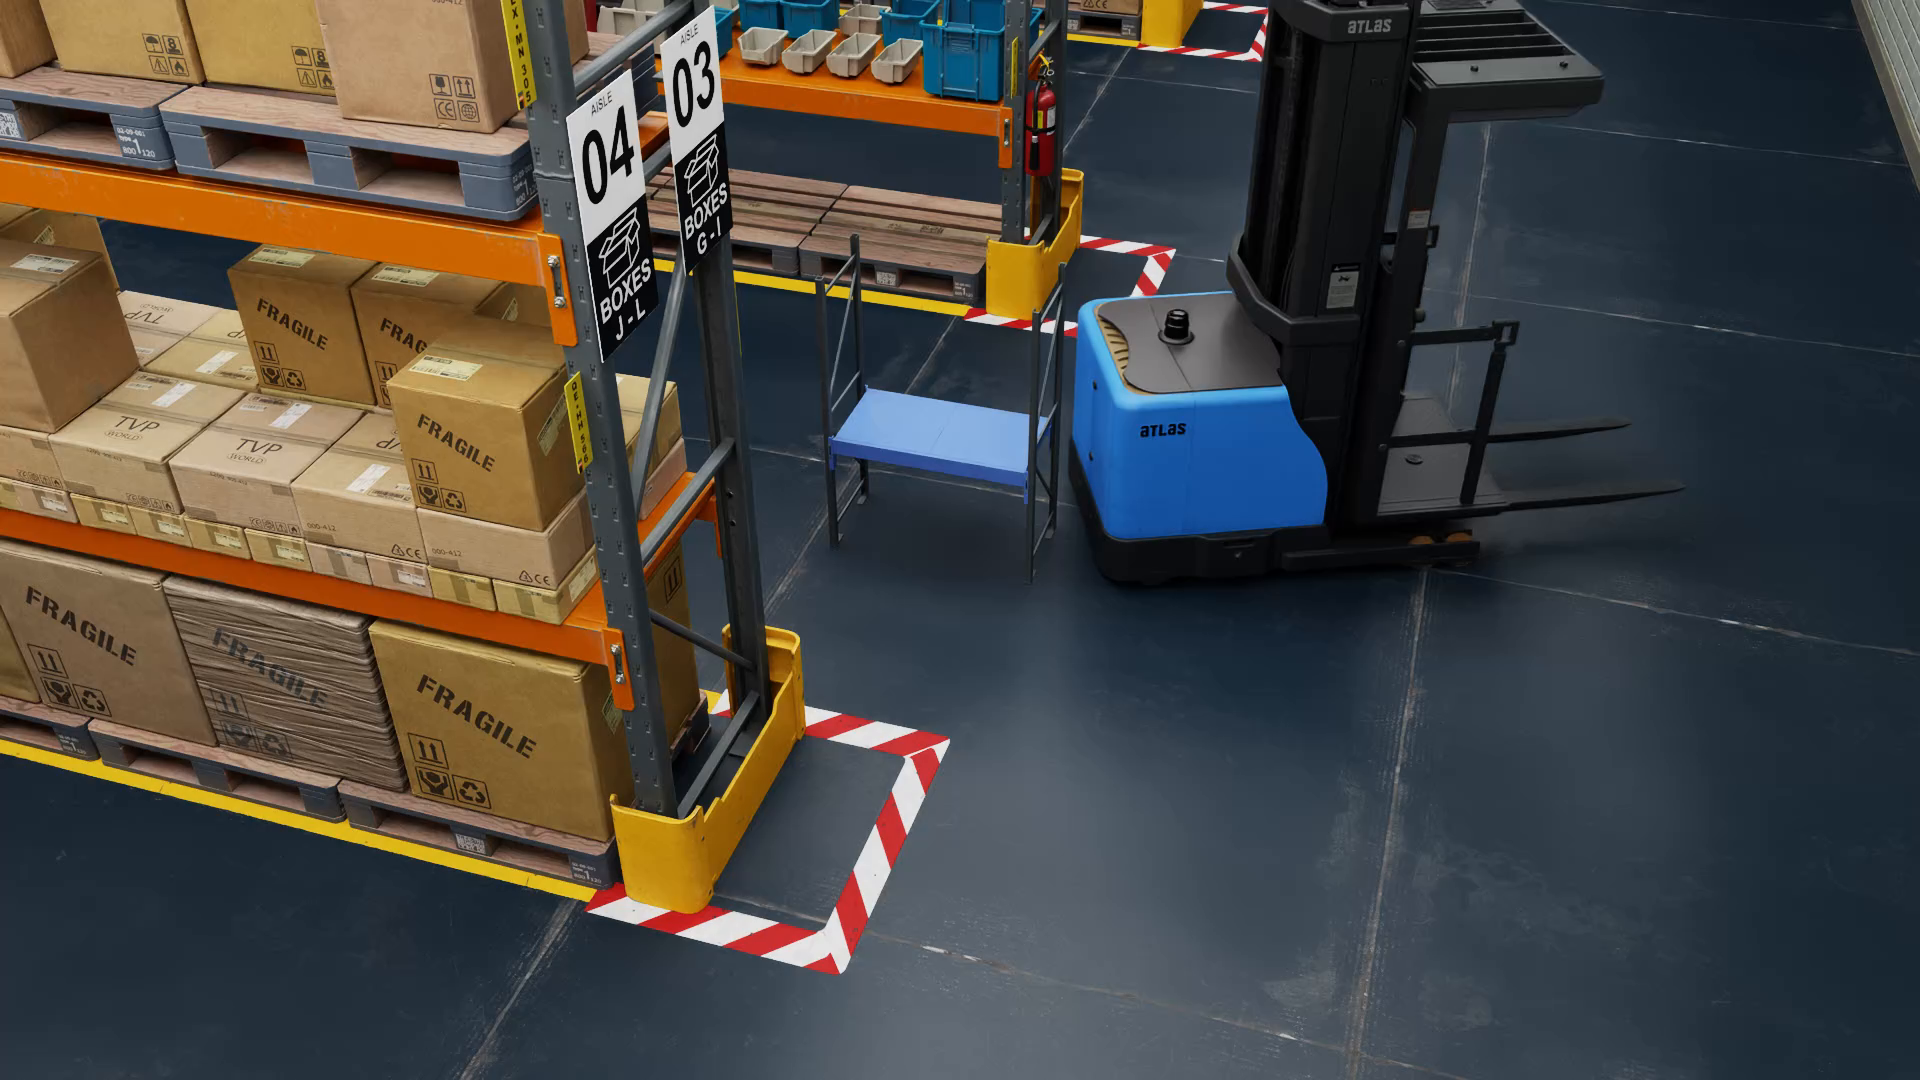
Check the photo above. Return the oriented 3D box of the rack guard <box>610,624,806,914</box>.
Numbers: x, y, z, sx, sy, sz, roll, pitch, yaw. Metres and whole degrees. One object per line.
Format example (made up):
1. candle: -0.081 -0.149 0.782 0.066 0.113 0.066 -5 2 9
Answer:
1. rack guard: -0.997 0.901 6.789 0.348 0.500 1.175 10 38 14

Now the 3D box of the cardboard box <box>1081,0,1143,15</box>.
1. cardboard box: 1.345 -4.841 14.220 0.500 0.500 0.500 10 38 14

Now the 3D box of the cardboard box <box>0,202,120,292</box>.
1. cardboard box: -3.843 -1.157 6.720 0.500 0.500 0.500 11 38 14

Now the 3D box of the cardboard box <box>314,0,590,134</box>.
1. cardboard box: -1.533 -1.629 5.065 0.500 0.500 0.700 8 37 11

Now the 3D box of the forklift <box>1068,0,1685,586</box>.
1. forklift: 2.130 -1.342 7.786 3.031 2.935 1.130 -5 37 -6

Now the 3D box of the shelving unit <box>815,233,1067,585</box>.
1. shelving unit: -0.081 -0.619 8.011 1.048 1.500 0.538 10 38 14

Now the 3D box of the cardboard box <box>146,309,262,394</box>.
1. cardboard box: -2.874 -0.675 6.697 0.500 0.250 0.500 10 37 13

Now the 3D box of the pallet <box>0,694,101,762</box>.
1. pallet: -4.136 0.485 7.598 1.213 0.211 1.003 10 38 14

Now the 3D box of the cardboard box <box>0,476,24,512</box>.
1. cardboard box: -3.657 -0.292 6.513 0.250 0.149 0.380 10 38 13

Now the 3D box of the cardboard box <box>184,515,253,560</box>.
1. cardboard box: -2.681 -0.111 6.267 0.250 0.149 0.380 11 38 14

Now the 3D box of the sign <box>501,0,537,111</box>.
1. sign: -1.195 -1.338 4.512 0.005 0.325 0.100 10 38 14

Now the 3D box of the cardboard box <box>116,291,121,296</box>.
1. cardboard box: -3.844 -0.857 6.944 0.500 0.250 0.500 12 38 15

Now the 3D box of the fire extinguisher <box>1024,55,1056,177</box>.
1. fire extinguisher: 0.465 -2.447 9.609 0.183 0.674 0.296 10 38 14

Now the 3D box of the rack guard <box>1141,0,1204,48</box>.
1. rack guard: 1.865 -4.721 14.428 0.348 0.500 1.175 10 38 14

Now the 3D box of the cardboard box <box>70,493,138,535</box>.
1. cardboard box: -3.167 -0.201 6.389 0.250 0.149 0.380 9 37 13

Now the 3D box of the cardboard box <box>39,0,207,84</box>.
1. cardboard box: -2.542 -1.861 5.379 0.500 0.500 0.700 8 37 11

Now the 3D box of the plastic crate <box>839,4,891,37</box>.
1. plastic crate: -0.610 -3.284 10.538 0.298 0.136 0.250 10 38 14

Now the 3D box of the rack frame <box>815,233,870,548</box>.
1. rack frame: -0.567 -0.709 8.133 0.032 1.500 0.500 10 38 14

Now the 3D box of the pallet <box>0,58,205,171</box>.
1. pallet: -2.900 -1.622 5.653 1.213 0.211 1.003 10 38 14

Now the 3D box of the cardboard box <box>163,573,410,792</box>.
1. cardboard box: -2.524 0.348 6.870 0.875 0.875 0.875 10 38 14

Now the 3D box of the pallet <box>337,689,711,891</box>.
1. pallet: -1.807 0.916 7.012 1.213 0.211 1.003 10 38 14

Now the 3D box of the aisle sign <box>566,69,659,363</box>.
1. aisle sign: -1.041 -0.974 5.035 0.004 0.787 0.394 10 38 14

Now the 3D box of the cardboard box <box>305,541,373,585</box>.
1. cardboard box: -2.185 -0.020 6.144 0.250 0.149 0.380 11 38 15

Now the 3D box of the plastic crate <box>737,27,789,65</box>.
1. plastic crate: -1.209 -3.009 10.164 0.250 0.136 0.298 10 38 14

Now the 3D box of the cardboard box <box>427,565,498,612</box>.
1. cardboard box: -1.707 0.070 6.022 0.250 0.149 0.380 11 38 14

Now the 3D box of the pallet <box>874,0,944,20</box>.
1. pallet: -0.057 -4.962 14.998 1.213 0.211 1.003 10 38 14

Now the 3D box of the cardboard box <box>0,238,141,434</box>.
1. cardboard box: -3.492 -0.768 6.191 0.500 0.500 0.500 9 37 12

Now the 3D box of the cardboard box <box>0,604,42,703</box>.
1. cardboard box: -4.232 0.032 7.300 0.875 0.875 0.875 10 38 14

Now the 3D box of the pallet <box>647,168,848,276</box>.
1. pallet: -1.480 -2.174 11.210 1.213 0.211 1.003 10 38 14

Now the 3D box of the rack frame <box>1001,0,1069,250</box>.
1. rack frame: 0.457 -2.912 9.861 0.127 3.000 1.000 10 38 14

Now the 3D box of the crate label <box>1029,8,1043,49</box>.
1. crate label: 0.319 -3.099 10.206 0.303 0.233 0.416 10 38 14

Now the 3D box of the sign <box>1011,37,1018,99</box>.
1. sign: 0.308 -2.664 9.386 0.005 0.325 0.100 10 38 14

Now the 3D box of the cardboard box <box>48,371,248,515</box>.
1. cardboard box: -3.030 -0.374 6.289 0.500 0.250 0.500 11 38 14

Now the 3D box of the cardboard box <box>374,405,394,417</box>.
1. cardboard box: -1.896 -0.495 6.453 0.500 0.250 0.500 10 38 13

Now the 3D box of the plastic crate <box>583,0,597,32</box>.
1. plastic crate: -2.584 -3.370 10.378 0.583 0.464 0.402 10 38 14

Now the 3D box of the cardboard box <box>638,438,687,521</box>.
1. cardboard box: -1.261 -0.258 6.467 0.250 0.149 0.380 11 38 14

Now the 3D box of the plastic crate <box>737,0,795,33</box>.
1. plastic crate: -1.224 -3.385 10.594 0.300 0.233 0.416 10 38 14

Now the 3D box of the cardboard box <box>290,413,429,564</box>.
1. cardboard box: -2.046 -0.195 6.045 0.500 0.250 0.500 10 37 13

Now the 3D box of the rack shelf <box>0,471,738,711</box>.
1. rack shelf: -2.929 -0.174 6.747 4.000 0.370 1.077 10 38 14

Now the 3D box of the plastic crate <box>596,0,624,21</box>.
1. plastic crate: -2.213 -3.487 10.823 0.590 0.125 0.437 10 38 14

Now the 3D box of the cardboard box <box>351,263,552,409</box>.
1. cardboard box: -1.875 -0.797 6.231 0.500 0.500 0.500 10 37 13

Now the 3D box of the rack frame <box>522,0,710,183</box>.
1. rack frame: -1.020 -2.526 4.276 0.127 3.000 1.000 10 38 14

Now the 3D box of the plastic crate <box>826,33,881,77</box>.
1. plastic crate: -0.648 -2.931 10.059 0.243 0.136 0.396 10 38 14
